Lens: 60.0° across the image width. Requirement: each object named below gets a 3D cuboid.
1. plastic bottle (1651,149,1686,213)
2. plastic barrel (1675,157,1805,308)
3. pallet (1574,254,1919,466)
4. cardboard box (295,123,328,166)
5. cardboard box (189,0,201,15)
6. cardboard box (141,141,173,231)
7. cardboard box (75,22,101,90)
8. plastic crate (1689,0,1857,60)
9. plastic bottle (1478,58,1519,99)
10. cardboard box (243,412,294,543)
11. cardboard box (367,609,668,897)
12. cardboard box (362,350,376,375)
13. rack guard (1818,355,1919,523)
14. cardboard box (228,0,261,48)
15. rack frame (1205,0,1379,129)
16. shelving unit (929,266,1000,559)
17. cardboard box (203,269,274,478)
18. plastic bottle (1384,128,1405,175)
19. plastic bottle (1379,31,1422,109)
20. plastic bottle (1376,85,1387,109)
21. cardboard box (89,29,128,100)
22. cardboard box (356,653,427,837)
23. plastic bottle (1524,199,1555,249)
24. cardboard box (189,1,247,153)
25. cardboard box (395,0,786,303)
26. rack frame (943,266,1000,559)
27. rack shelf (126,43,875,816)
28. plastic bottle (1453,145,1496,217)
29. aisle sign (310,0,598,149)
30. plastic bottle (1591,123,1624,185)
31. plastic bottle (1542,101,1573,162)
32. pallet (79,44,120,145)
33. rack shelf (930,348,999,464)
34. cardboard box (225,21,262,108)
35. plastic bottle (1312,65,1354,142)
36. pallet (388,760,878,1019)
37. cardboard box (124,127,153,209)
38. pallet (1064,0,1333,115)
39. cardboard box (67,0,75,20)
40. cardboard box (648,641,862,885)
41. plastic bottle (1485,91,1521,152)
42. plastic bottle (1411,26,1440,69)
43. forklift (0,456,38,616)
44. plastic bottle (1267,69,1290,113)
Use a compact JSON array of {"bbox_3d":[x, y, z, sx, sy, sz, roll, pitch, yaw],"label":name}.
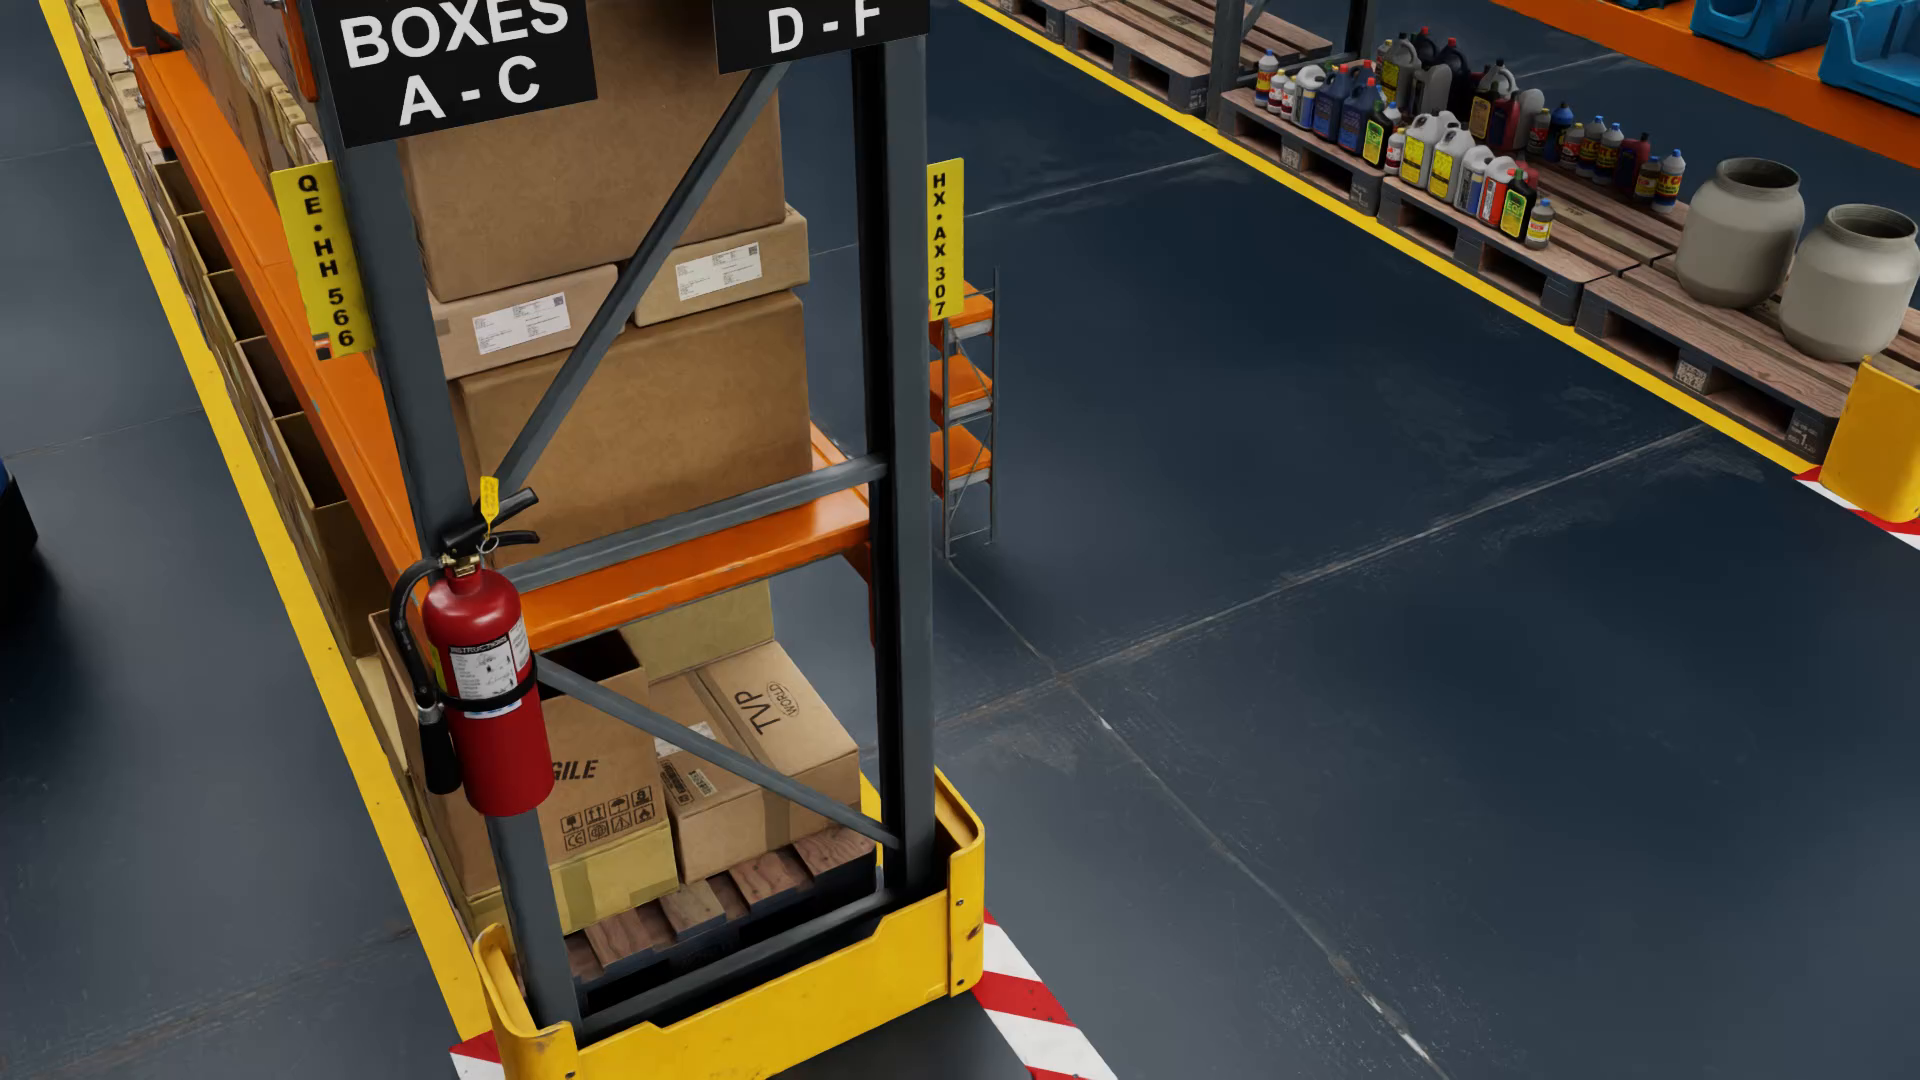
[{"bbox_3d":[3.123,-1.585,7.317,0.097,0.271,0.097,0,36,0],"label":"plastic bottle"},{"bbox_3d":[3.116,-1.226,6.638,0.421,0.512,0.421,0,36,0],"label":"plastic barrel"},{"bbox_3d":[3.282,-0.807,6.676,1.003,0.211,1.213,-19,40,-24],"label":"pallet"},{"bbox_3d":[-1.263,-0.859,3.749,0.380,0.149,0.250,-18,40,-23],"label":"cardboard box"},{"bbox_3d":[-2.048,-1.653,4.836,0.380,0.149,0.250,-20,41,-25],"label":"cardboard box"},{"bbox_3d":[-2.982,-1.473,6.724,0.500,0.311,0.500,-19,40,-24],"label":"cardboard box"},{"bbox_3d":[-4.277,-2.555,8.680,0.500,0.250,0.500,-20,41,-25],"label":"cardboard box"},{"bbox_3d":[2.933,-1.932,5.978,0.499,0.251,0.408,-19,40,-24],"label":"plastic crate"},{"bbox_3d":[2.586,-2.134,8.002,0.144,0.351,0.185,-19,40,-24],"label":"plastic bottle"},{"bbox_3d":[-2.066,-0.286,5.574,0.500,0.250,0.500,-19,40,-24],"label":"cardboard box"},{"bbox_3d":[-1.047,0.426,3.962,0.500,0.500,0.500,-19,40,-24],"label":"cardboard box"},{"bbox_3d":[-1.257,-0.830,4.258,0.700,0.500,0.500,-19,40,-24],"label":"cardboard box"},{"bbox_3d":[3.685,-0.508,6.021,1.175,0.500,0.348,-19,40,-24],"label":"rack guard"},{"bbox_3d":[-1.545,-1.638,4.265,0.700,0.500,0.500,-19,40,-24],"label":"cardboard box"},{"bbox_3d":[1.754,-3.532,8.043,1.000,3.000,0.127,-19,40,-24],"label":"rack frame"},{"bbox_3d":[-0.027,-0.451,5.478,0.215,1.050,0.252,-19,40,-24],"label":"shelving unit"},{"bbox_3d":[-2.065,-0.589,5.353,0.500,0.500,0.500,-19,40,-24],"label":"cardboard box"},{"bbox_3d":[2.018,-1.798,7.667,0.097,0.201,0.097,0,36,0],"label":"plastic bottle"},{"bbox_3d":[2.203,-2.354,8.303,0.144,0.351,0.185,-19,40,-24],"label":"plastic bottle"},{"bbox_3d":[1.978,-2.035,7.933,0.097,0.271,0.097,0,36,0],"label":"plastic bottle"},{"bbox_3d":[-3.746,-2.249,7.786,0.500,0.311,0.500,-19,40,-24],"label":"cardboard box"},{"bbox_3d":[-1.307,0.477,4.529,0.500,0.250,0.500,-19,40,-24],"label":"cardboard box"},{"bbox_3d":[2.462,-1.346,7.050,0.097,0.201,0.097,0,36,0],"label":"plastic bottle"},{"bbox_3d":[-2.031,-1.615,5.333,0.700,0.500,0.500,-19,40,-24],"label":"cardboard box"},{"bbox_3d":[-0.771,-0.859,3.199,0.700,0.500,0.500,-19,40,-24],"label":"cardboard box"},{"bbox_3d":[0.034,-0.389,5.393,0.200,1.050,0.008,-19,40,-24],"label":"rack frame"},{"bbox_3d":[-1.525,-0.756,4.851,1.077,0.370,4.000,-19,40,-24],"label":"rack shelf"},{"bbox_3d":[2.290,-1.584,7.312,0.152,0.276,0.135,-20,41,-25],"label":"plastic bottle"},{"bbox_3d":[-0.742,-0.956,2.311,0.394,0.787,0.004,-19,40,-24],"label":"aisle sign"},{"bbox_3d":[2.950,-1.760,7.556,0.097,0.271,0.097,0,36,0],"label":"plastic bottle"},{"bbox_3d":[2.798,-1.914,7.768,0.097,0.271,0.097,0,36,0],"label":"plastic bottle"},{"bbox_3d":[-4.160,-2.549,9.060,1.003,0.211,1.213,-19,40,-24],"label":"pallet"},{"bbox_3d":[-0.027,-0.443,5.484,0.215,0.259,0.240,-19,40,-24],"label":"rack shelf"},{"bbox_3d":[-1.658,-1.257,4.294,0.380,0.149,0.250,-19,40,-25],"label":"cardboard box"},{"bbox_3d":[1.801,-2.105,7.962,0.144,0.351,0.185,-18,40,-23],"label":"plastic bottle"},{"bbox_3d":[-0.941,0.722,4.582,1.003,0.211,1.213,-19,40,-24],"label":"pallet"},{"bbox_3d":[-3.499,-1.770,7.606,0.500,0.250,0.500,-18,40,-23],"label":"cardboard box"},{"bbox_3d":[1.326,-2.795,9.398,1.003,0.211,1.213,-19,40,-24],"label":"pallet"},{"bbox_3d":[-4.531,-3.038,8.866,0.500,0.311,0.500,-18,40,-22],"label":"cardboard box"},{"bbox_3d":[-0.598,0.575,4.395,0.500,0.250,0.500,-19,40,-24],"label":"cardboard box"},{"bbox_3d":[2.572,-1.991,7.863,0.061,0.283,0.133,-19,40,-24],"label":"plastic bottle"},{"bbox_3d":[2.327,-2.397,8.362,0.144,0.351,0.185,-20,41,-25],"label":"plastic bottle"},{"bbox_3d":[-4.548,-0.733,4.268,3.031,2.935,1.130,-6,37,-8],"label":"forklift"},{"bbox_3d":[1.587,-2.235,8.267,0.097,0.201,0.097,0,36,0],"label":"plastic bottle"}]
